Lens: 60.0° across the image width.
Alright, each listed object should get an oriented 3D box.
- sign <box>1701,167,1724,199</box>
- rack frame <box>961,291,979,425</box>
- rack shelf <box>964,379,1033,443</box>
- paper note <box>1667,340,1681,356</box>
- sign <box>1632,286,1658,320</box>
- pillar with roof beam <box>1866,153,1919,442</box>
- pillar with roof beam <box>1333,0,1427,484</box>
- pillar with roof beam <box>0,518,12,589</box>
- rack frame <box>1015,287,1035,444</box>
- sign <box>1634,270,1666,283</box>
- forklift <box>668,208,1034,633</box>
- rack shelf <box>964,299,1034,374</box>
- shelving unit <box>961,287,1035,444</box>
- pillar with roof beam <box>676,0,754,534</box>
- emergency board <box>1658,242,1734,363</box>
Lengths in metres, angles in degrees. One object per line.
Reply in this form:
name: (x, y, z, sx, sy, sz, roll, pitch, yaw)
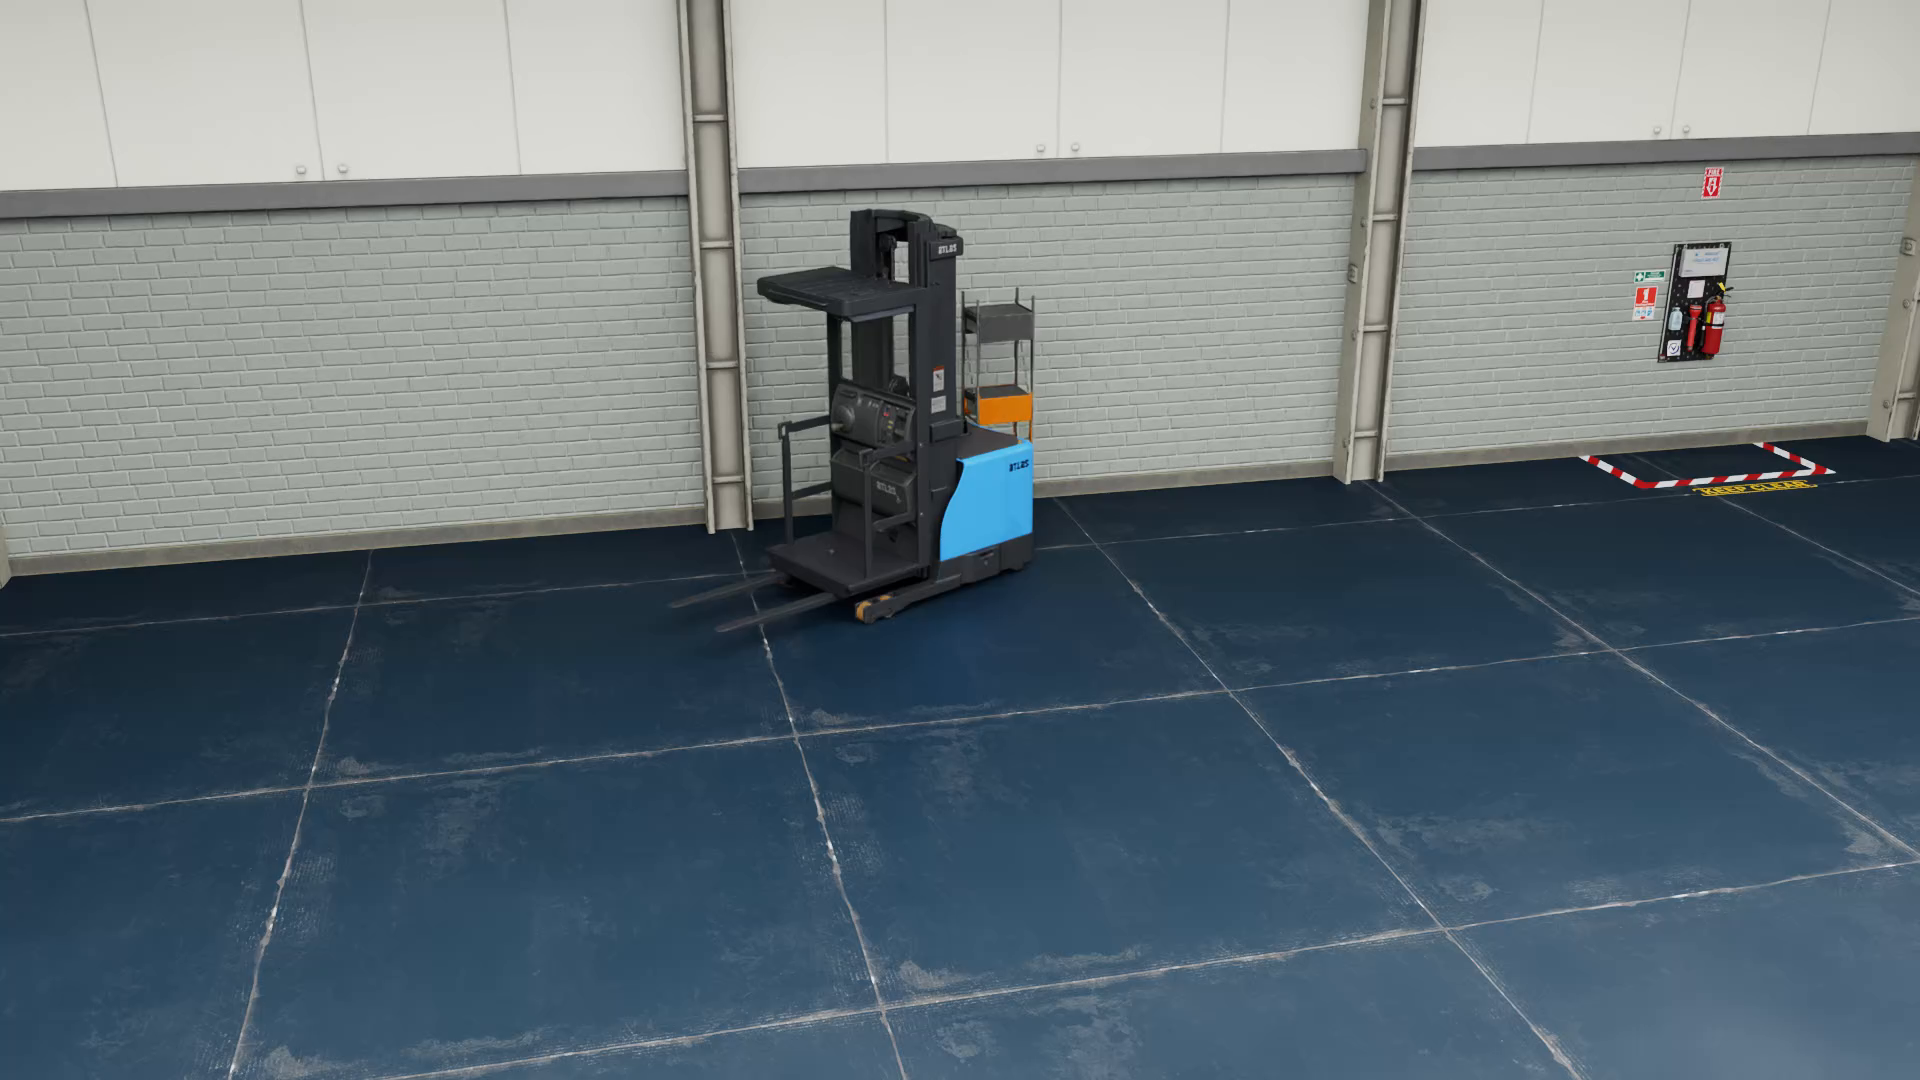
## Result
sign: (7.203, -3.419, 15.918, 0.199, 0.298, 0.001, -5, 21, -12)
rack frame: (0.085, -1.034, 14.086, 0.015, 2.100, 0.400, -7, 21, -18)
rack shelf: (0.315, -1.050, 14.167, 0.480, 0.518, 0.431, -7, 21, -18)
paper note: (7.046, -1.894, 16.404, 0.142, 0.148, 0.016, -5, 21, -12)
sign: (6.672, -2.306, 16.196, 0.234, 0.329, 0.001, -5, 21, -12)
pillar with roof beam: (10.638, -3.857, 11.761, 0.400, 9.000, 9.100, -5, 21, -12)
pillar with roof beam: (4.799, -3.382, 10.464, 0.400, 9.000, 9.100, -5, 21, -12)
pillar with roof beam: (-6.879, -2.432, 7.872, 0.400, 9.000, 9.100, -5, 21, -12)
rack frame: (0.545, -1.090, 14.239, 0.015, 2.100, 0.400, -7, 21, -18)
sign: (6.679, -2.552, 16.098, 0.331, 0.109, 0.001, -5, 21, -12)
forklift: (-0.826, -0.944, 12.630, 3.031, 2.935, 1.130, -17, 26, -39)
rack shelf: (0.315, -1.707, 13.926, 0.480, 0.518, 0.431, -7, 21, -18)
shelving unit: (0.315, -1.062, 14.162, 0.503, 2.100, 0.431, -7, 21, -18)
pillar with roof beam: (-1.040, -2.907, 9.168, 0.400, 9.000, 9.100, -5, 21, -12)
emergency board: (7.234, -2.298, 16.228, 0.643, 1.169, 0.194, -5, 21, -12)
